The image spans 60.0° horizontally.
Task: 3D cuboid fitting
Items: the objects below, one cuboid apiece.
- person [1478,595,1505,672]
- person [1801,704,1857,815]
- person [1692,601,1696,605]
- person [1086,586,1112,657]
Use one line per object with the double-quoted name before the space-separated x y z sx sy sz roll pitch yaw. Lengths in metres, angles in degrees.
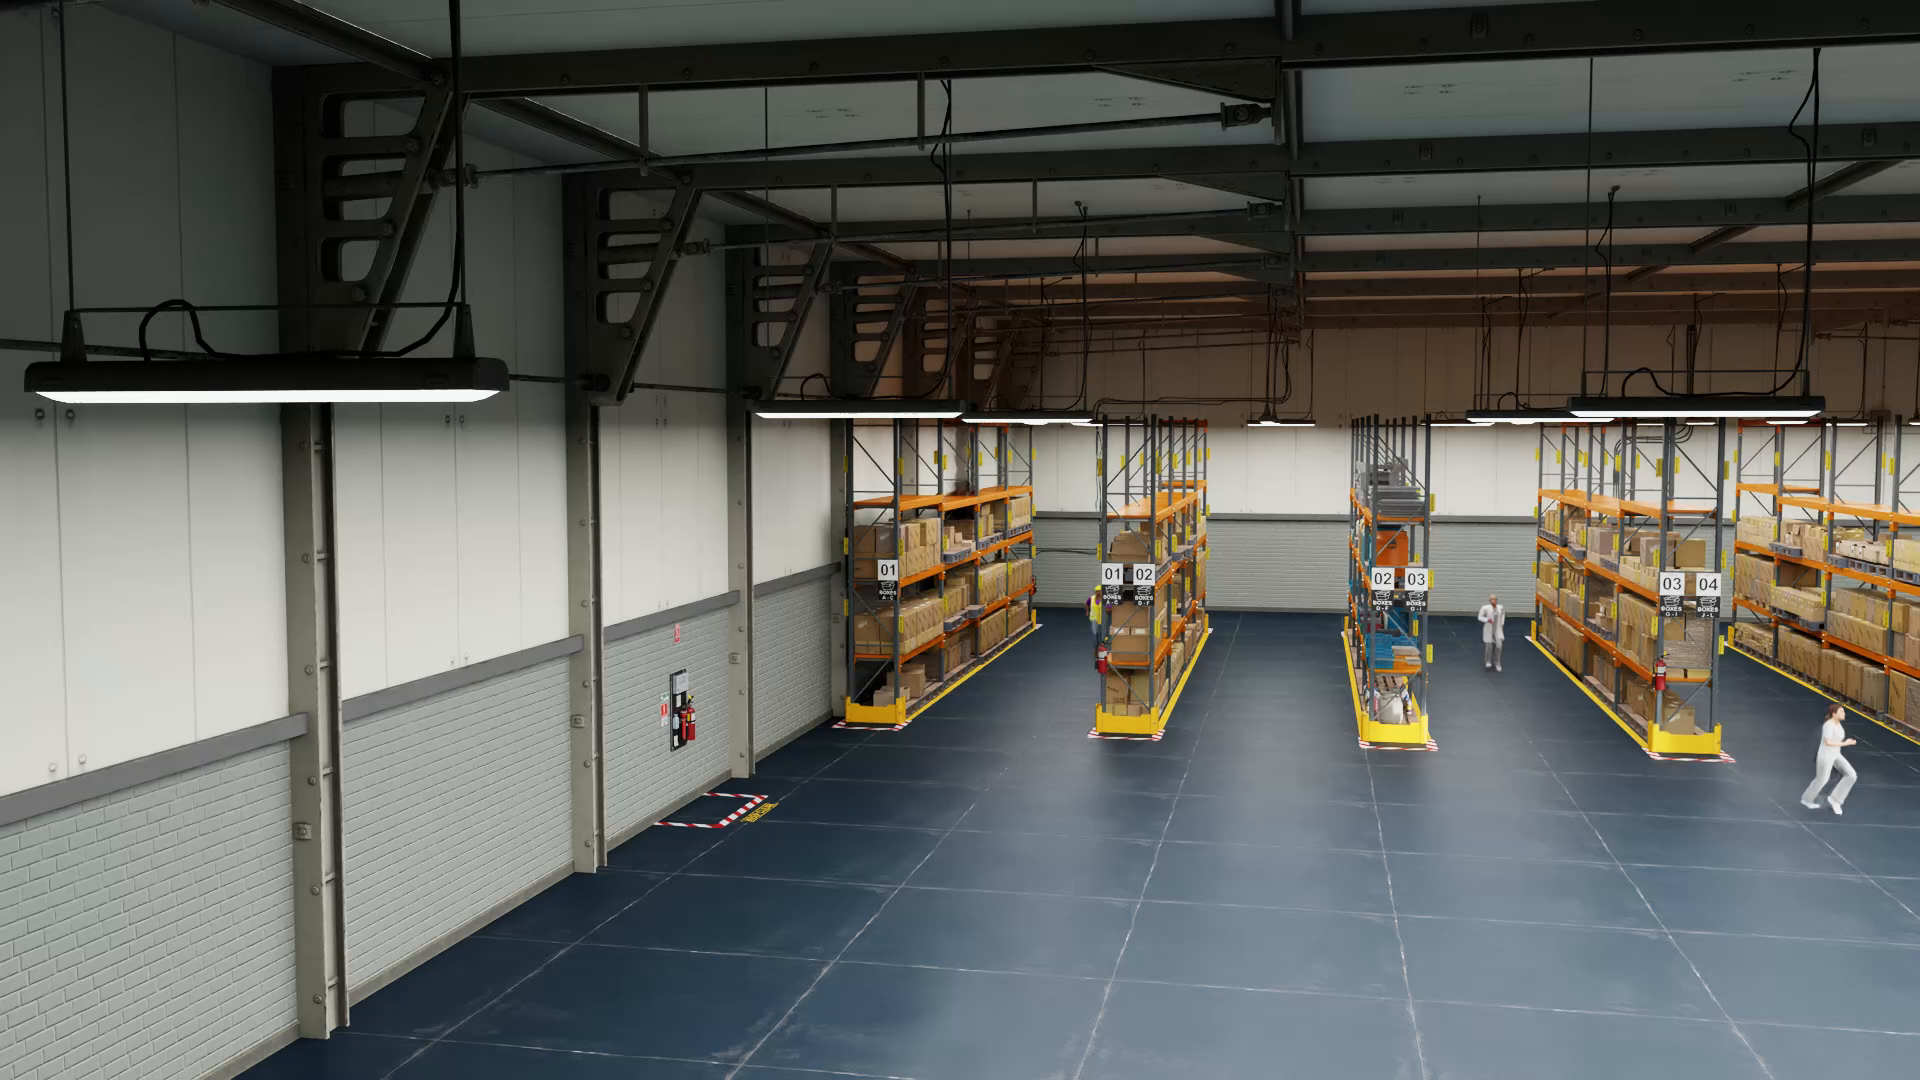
"person" 12.660 2.212 39.562 0.689 1.827 0.833 0 4 5
"person" 12.918 3.259 24.709 0.589 1.624 0.796 -3 5 -38
"person" 18.758 2.085 42.086 0.570 1.739 0.830 1 4 17
"person" 3.496 2.020 41.853 0.697 1.759 0.988 1 4 10
